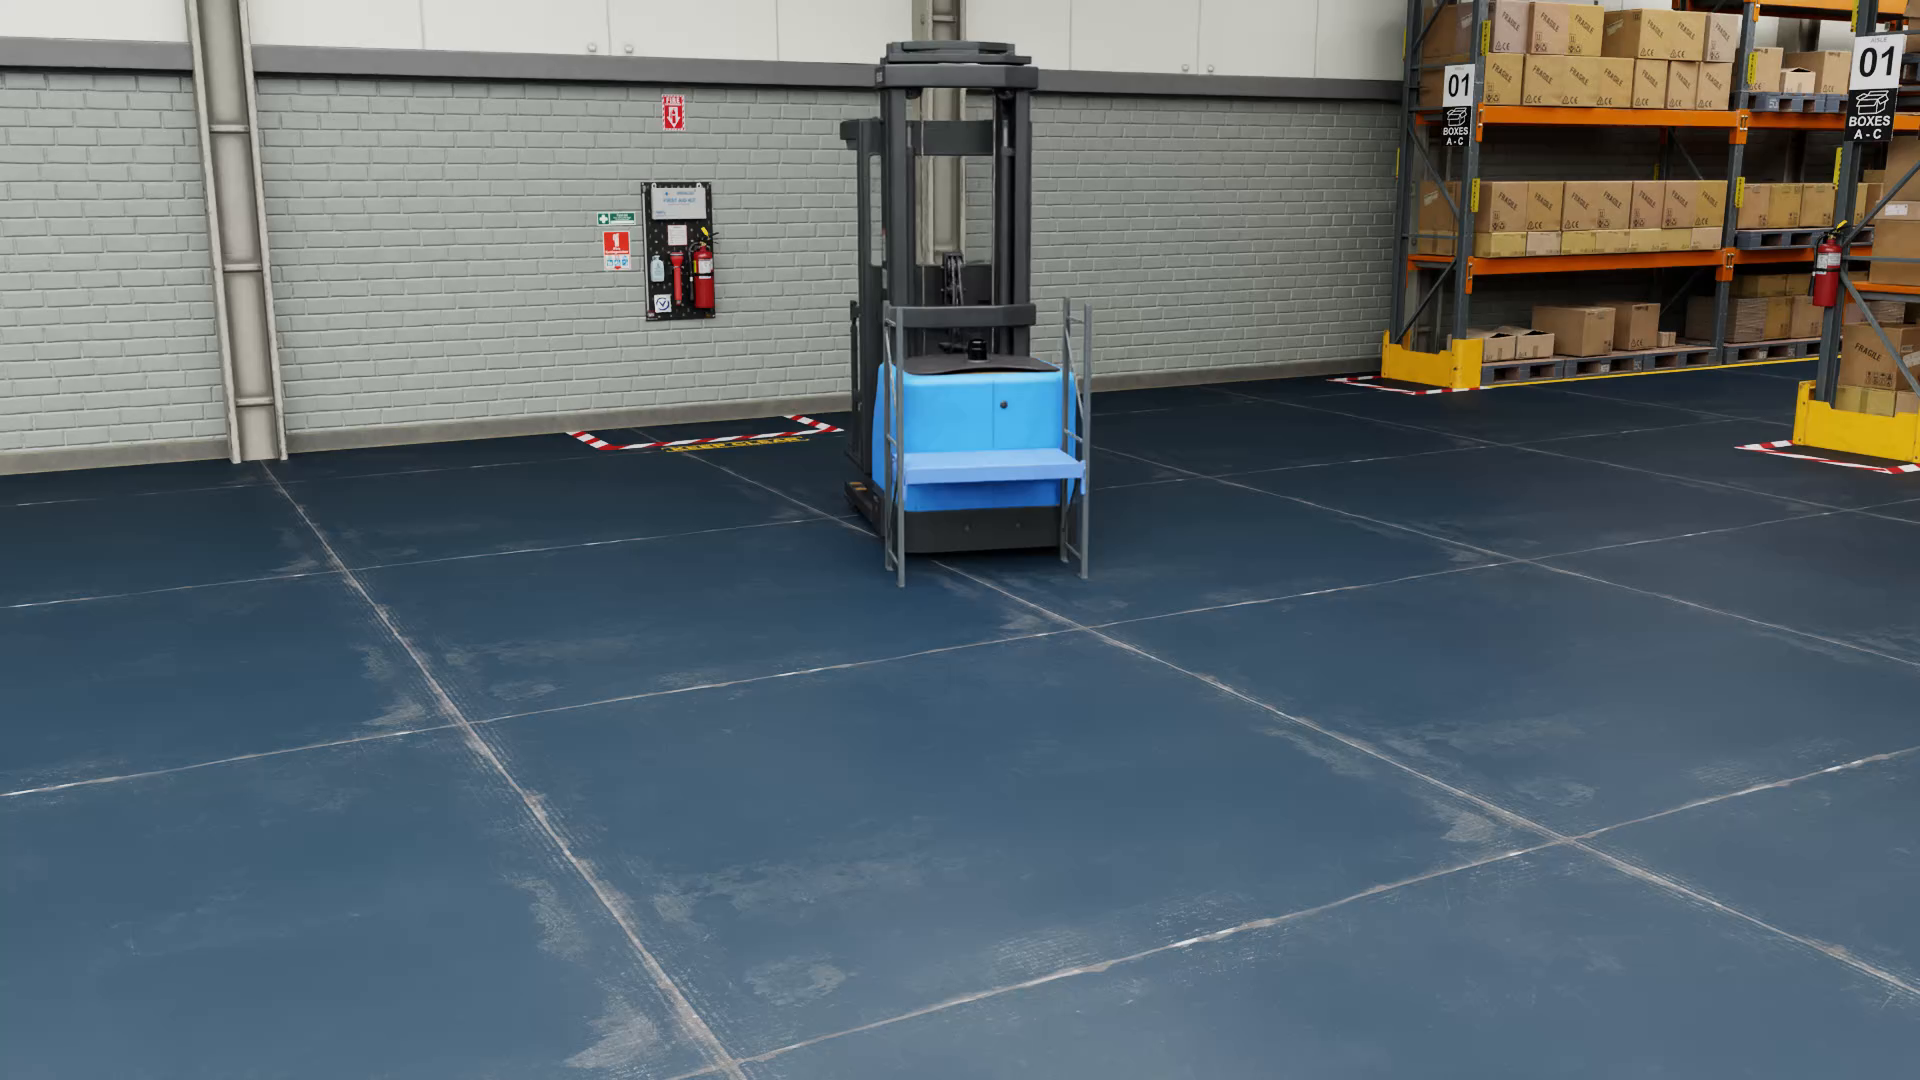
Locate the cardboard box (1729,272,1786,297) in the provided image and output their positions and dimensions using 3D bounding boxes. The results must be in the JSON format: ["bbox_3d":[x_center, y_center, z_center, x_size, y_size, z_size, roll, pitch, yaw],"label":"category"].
[{"bbox_3d":[9.410,-3.031,19.729,0.500,0.250,0.500,-7,15,-29],"label":"cardboard box"}]

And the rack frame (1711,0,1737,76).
[{"bbox_3d":[8.389,-6.469,18.356,0.053,2.616,0.949,-7,14,-28],"label":"rack frame"}]

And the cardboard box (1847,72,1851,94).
[{"bbox_3d":[10.716,-5.368,20.018,0.637,0.503,0.797,-5,14,-20],"label":"cardboard box"}]

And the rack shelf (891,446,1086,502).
[{"bbox_3d":[0.140,-0.371,9.160,1.000,0.185,0.538,-2,13,-11],"label":"rack shelf"}]

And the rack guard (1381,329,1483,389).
[{"bbox_3d":[4.943,-1.910,17.458,0.348,0.500,1.175,-7,14,-28],"label":"rack guard"}]

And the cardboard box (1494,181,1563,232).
[{"bbox_3d":[5.878,-3.466,17.268,0.500,0.500,0.500,-7,14,-28],"label":"cardboard box"}]

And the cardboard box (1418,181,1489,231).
[{"bbox_3d":[5.188,-3.515,17.482,0.500,0.500,0.500,-7,14,-28],"label":"cardboard box"}]

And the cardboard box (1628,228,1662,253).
[{"bbox_3d":[7.241,-3.264,18.077,0.500,0.250,0.500,-7,14,-28],"label":"cardboard box"}]

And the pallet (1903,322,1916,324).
[{"bbox_3d":[12.626,-2.671,21.498,1.213,0.211,1.003,-7,14,-28],"label":"pallet"}]

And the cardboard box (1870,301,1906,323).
[{"bbox_3d":[11.291,-2.872,20.732,0.500,0.500,0.700,-7,14,-27],"label":"cardboard box"}]

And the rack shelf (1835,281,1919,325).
[{"bbox_3d":[9.008,-2.027,13.921,4.000,0.370,1.077,-7,14,-28],"label":"rack shelf"}]

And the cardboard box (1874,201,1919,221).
[{"bbox_3d":[7.497,-2.609,13.167,0.250,0.149,0.380,-7,15,-29],"label":"cardboard box"}]

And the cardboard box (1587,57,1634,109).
[{"bbox_3d":[6.692,-4.796,17.483,0.500,0.500,0.500,-6,14,-24],"label":"cardboard box"}]

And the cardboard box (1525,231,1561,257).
[{"bbox_3d":[5.905,-3.106,17.373,0.500,0.250,0.500,-7,15,-30],"label":"cardboard box"}]

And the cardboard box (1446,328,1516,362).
[{"bbox_3d":[5.526,-2.080,17.641,0.500,0.311,0.500,-9,15,-34],"label":"cardboard box"}]

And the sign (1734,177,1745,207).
[{"bbox_3d":[8.654,-3.861,18.461,0.005,0.325,0.100,-7,14,-28],"label":"sign"}]

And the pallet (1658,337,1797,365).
[{"bbox_3d":[9.070,-2.264,19.689,1.213,0.211,1.003,-7,14,-28],"label":"pallet"}]

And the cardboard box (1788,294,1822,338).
[{"bbox_3d":[9.922,-2.728,20.090,0.500,0.500,0.700,-7,14,-27],"label":"cardboard box"}]

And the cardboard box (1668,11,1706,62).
[{"bbox_3d":[7.599,-5.387,17.832,0.500,0.500,0.500,-6,14,-25],"label":"cardboard box"}]

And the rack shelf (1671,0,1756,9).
[{"bbox_3d":[6.632,-5.906,17.503,4.000,0.370,1.077,-7,14,-28],"label":"rack shelf"}]

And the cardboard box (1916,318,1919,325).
[{"bbox_3d":[8.452,-1.618,14.067,0.500,0.500,0.500,-7,14,-28],"label":"cardboard box"}]

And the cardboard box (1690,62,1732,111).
[{"bbox_3d":[8.060,-4.963,18.226,0.500,0.500,0.500,-6,14,-26],"label":"cardboard box"}]

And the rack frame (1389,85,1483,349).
[{"bbox_3d":[4.876,-3.122,17.148,0.127,3.000,1.000,-7,14,-28],"label":"rack frame"}]

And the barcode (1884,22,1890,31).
[{"bbox_3d":[7.287,-4.039,13.069,0.075,0.075,0.001,-7,14,-28],"label":"barcode"}]

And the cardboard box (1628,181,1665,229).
[{"bbox_3d":[7.238,-3.631,17.999,0.500,0.500,0.500,-7,15,-29],"label":"cardboard box"}]

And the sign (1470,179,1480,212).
[{"bbox_3d":[5.136,-3.439,16.588,0.005,0.325,0.100,-7,14,-28],"label":"sign"}]

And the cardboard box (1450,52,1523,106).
[{"bbox_3d":[5.289,-4.630,16.747,0.500,0.500,0.500,-6,14,-26],"label":"cardboard box"}]

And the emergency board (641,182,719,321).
[{"bbox_3d":[-2.378,-2.478,14.288,0.643,1.169,0.194,-7,14,-28],"label":"emergency board"}]

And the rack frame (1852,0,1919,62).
[{"bbox_3d":[7.253,-5.094,12.249,0.127,3.000,1.000,-7,14,-28],"label":"rack frame"}]

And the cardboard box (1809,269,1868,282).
[{"bbox_3d":[10.761,-3.190,20.437,0.500,0.250,0.500,-7,14,-27],"label":"cardboard box"}]

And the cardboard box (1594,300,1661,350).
[{"bbox_3d":[7.495,-2.421,18.724,0.500,0.500,0.500,-8,15,-32],"label":"cardboard box"}]

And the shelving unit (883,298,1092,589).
[{"bbox_3d":[0.140,-0.546,9.121,1.048,1.500,0.538,-2,13,-11],"label":"shelving unit"}]

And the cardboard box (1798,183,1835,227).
[{"bbox_3d":[9.907,-3.985,19.757,0.500,0.500,0.700,-5,14,-20],"label":"cardboard box"}]

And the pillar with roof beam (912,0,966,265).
[{"bbox_3d":[1.872,-4.828,11.066,0.400,9.000,9.100,-7,14,-28],"label":"pillar with roof beam"}]

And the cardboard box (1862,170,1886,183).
[{"bbox_3d":[11.334,-4.464,20.407,0.250,0.149,0.380,-10,16,-37],"label":"cardboard box"}]

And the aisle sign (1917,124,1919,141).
[{"bbox_3d":[7.342,-3.370,12.329,0.004,0.787,0.394,-7,14,-28],"label":"aisle sign"}]

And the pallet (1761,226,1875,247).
[{"bbox_3d":[10.180,-3.653,19.948,1.213,0.211,1.003,-7,14,-28],"label":"pallet"}]

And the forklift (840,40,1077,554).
[{"bbox_3d":[-0.151,-1.628,10.668,1.130,2.935,3.031,-3,13,-13],"label":"forklift"}]

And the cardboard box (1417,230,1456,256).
[{"bbox_3d":[5.193,-3.145,17.547,0.500,0.250,0.500,-7,14,-27],"label":"cardboard box"}]

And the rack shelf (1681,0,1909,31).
[{"bbox_3d":[10.142,-6.133,19.417,4.000,0.370,1.077,-7,14,-28],"label":"rack shelf"}]

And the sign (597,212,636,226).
[{"bbox_3d":[-2.904,-2.714,14.051,0.331,0.109,0.001,-7,14,-28],"label":"sign"}]
